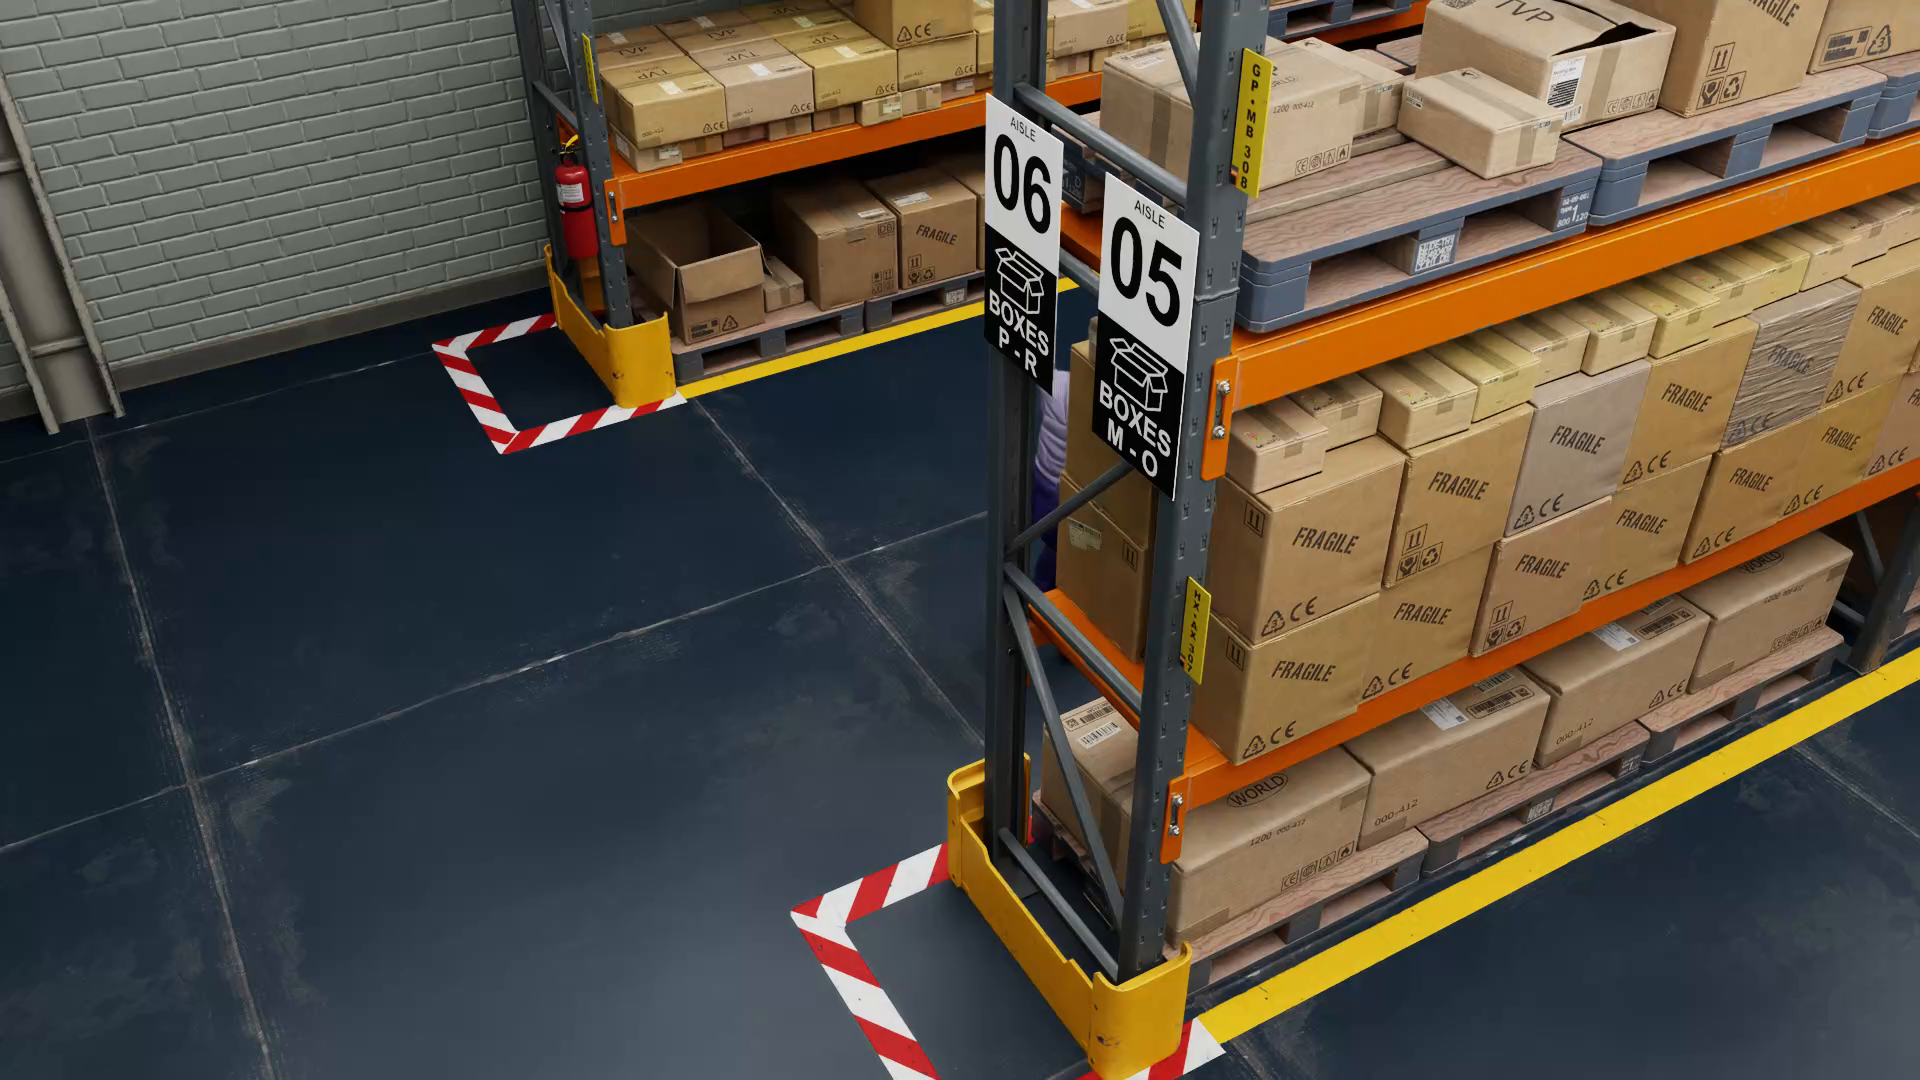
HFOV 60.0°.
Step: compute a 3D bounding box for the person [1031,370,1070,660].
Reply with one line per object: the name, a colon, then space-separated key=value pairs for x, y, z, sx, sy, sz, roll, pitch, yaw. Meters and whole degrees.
person: x=0.487 y=-0.189 z=7.300 sx=0.507 sy=1.528 sz=0.519 roll=-18 pitch=41 yaw=-23
